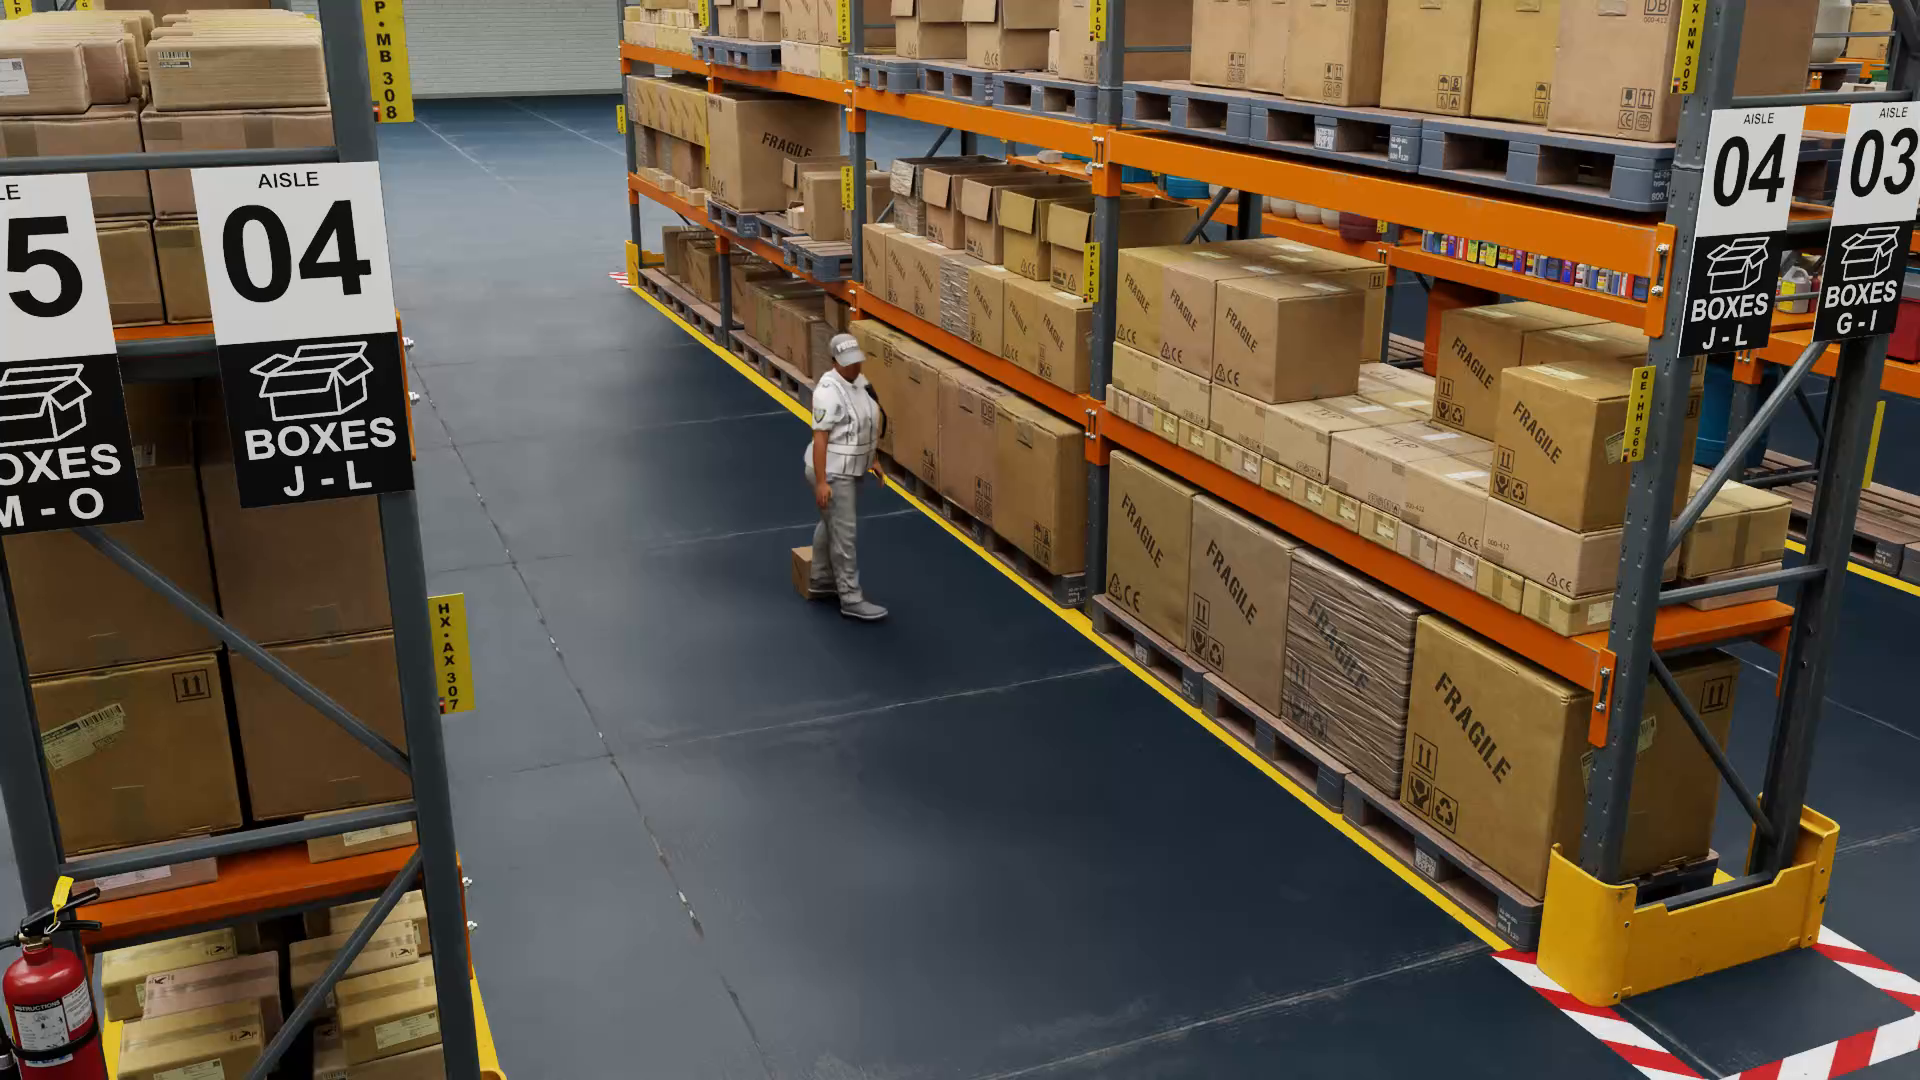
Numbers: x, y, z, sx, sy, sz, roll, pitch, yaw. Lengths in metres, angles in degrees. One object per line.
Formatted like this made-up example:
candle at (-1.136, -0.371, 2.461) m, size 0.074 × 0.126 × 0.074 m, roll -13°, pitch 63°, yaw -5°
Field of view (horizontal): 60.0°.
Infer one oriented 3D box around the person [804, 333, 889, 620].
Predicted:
person at (-0.660, -0.392, 9.648) m, size 0.624 × 1.646 × 0.560 m, roll 7°, pitch 20°, yaw 19°
